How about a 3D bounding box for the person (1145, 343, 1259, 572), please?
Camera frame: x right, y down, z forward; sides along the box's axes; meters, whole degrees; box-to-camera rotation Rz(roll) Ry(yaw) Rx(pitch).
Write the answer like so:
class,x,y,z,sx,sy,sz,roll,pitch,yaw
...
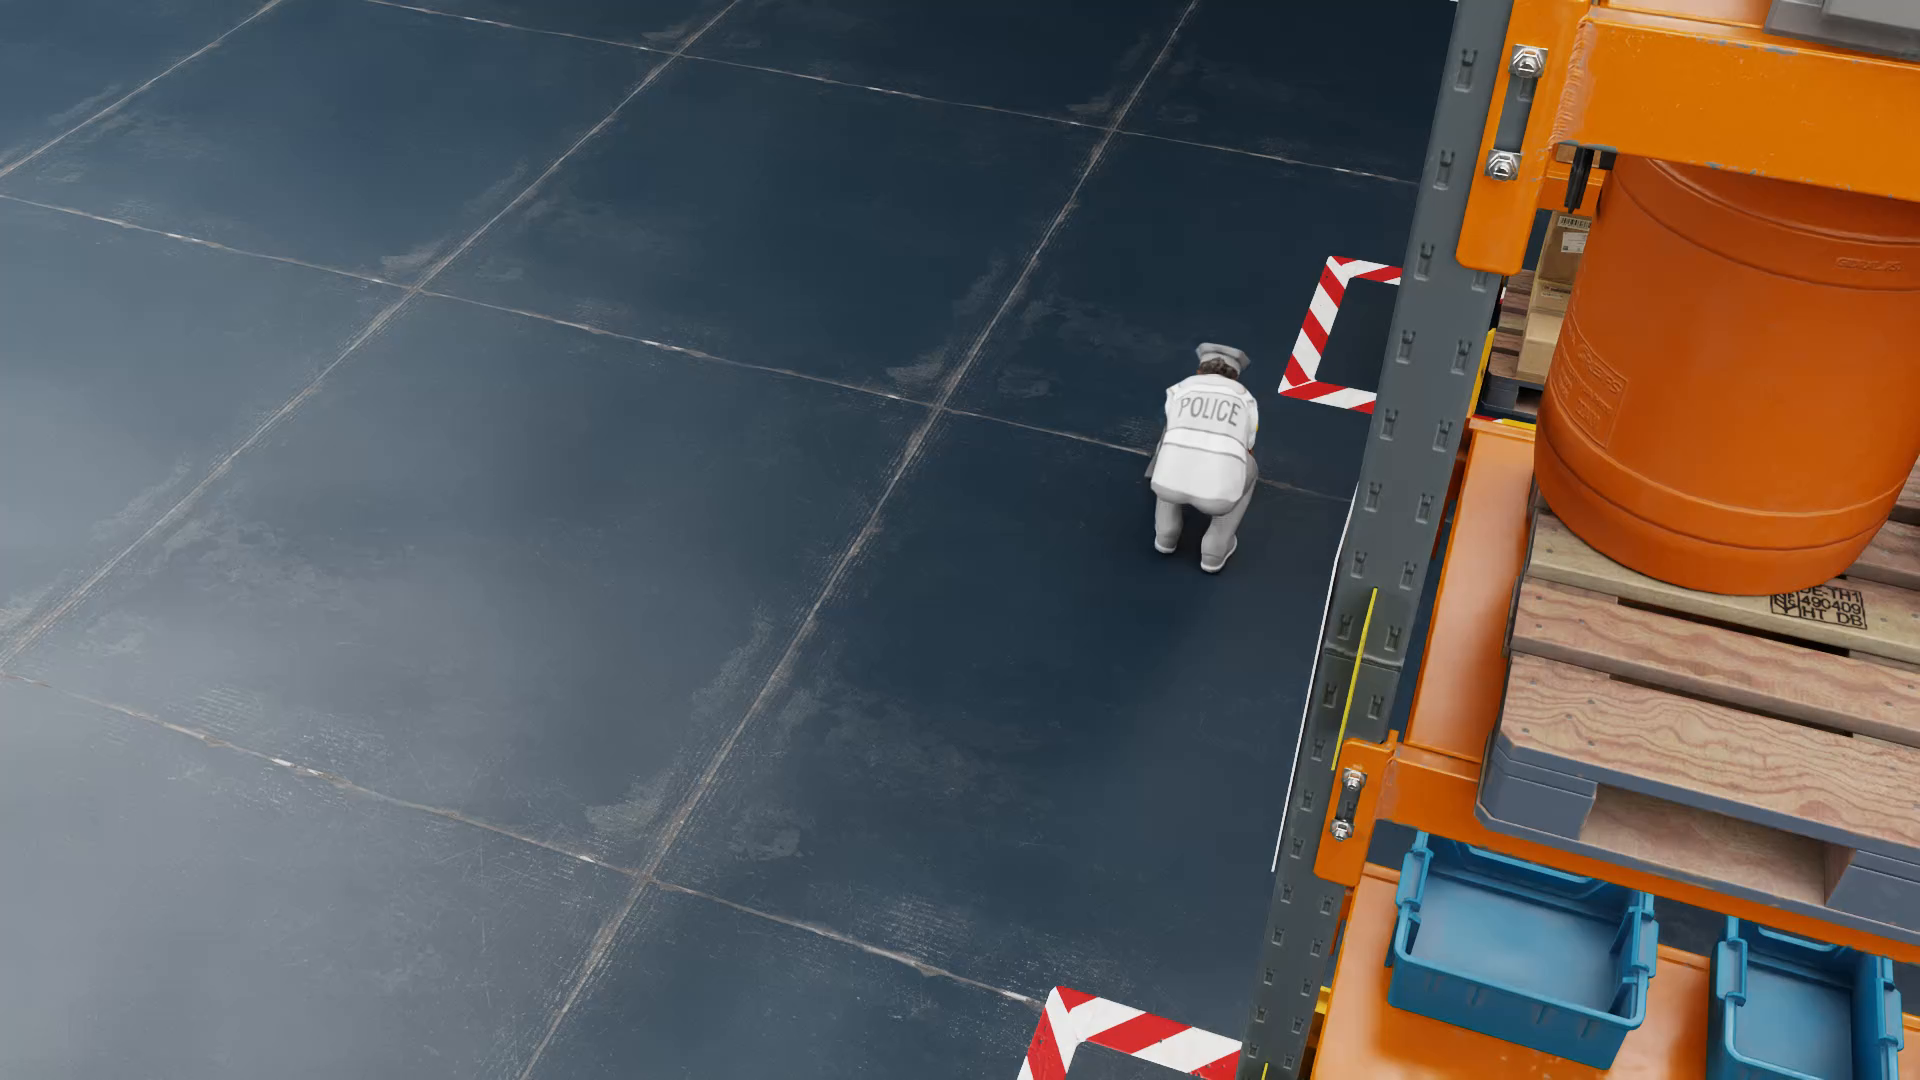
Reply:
class,x,y,z,sx,sy,sz,roll,pitch,yaw
person,1.074,-0.347,7.244,0.450,0.769,0.924,13,43,14
